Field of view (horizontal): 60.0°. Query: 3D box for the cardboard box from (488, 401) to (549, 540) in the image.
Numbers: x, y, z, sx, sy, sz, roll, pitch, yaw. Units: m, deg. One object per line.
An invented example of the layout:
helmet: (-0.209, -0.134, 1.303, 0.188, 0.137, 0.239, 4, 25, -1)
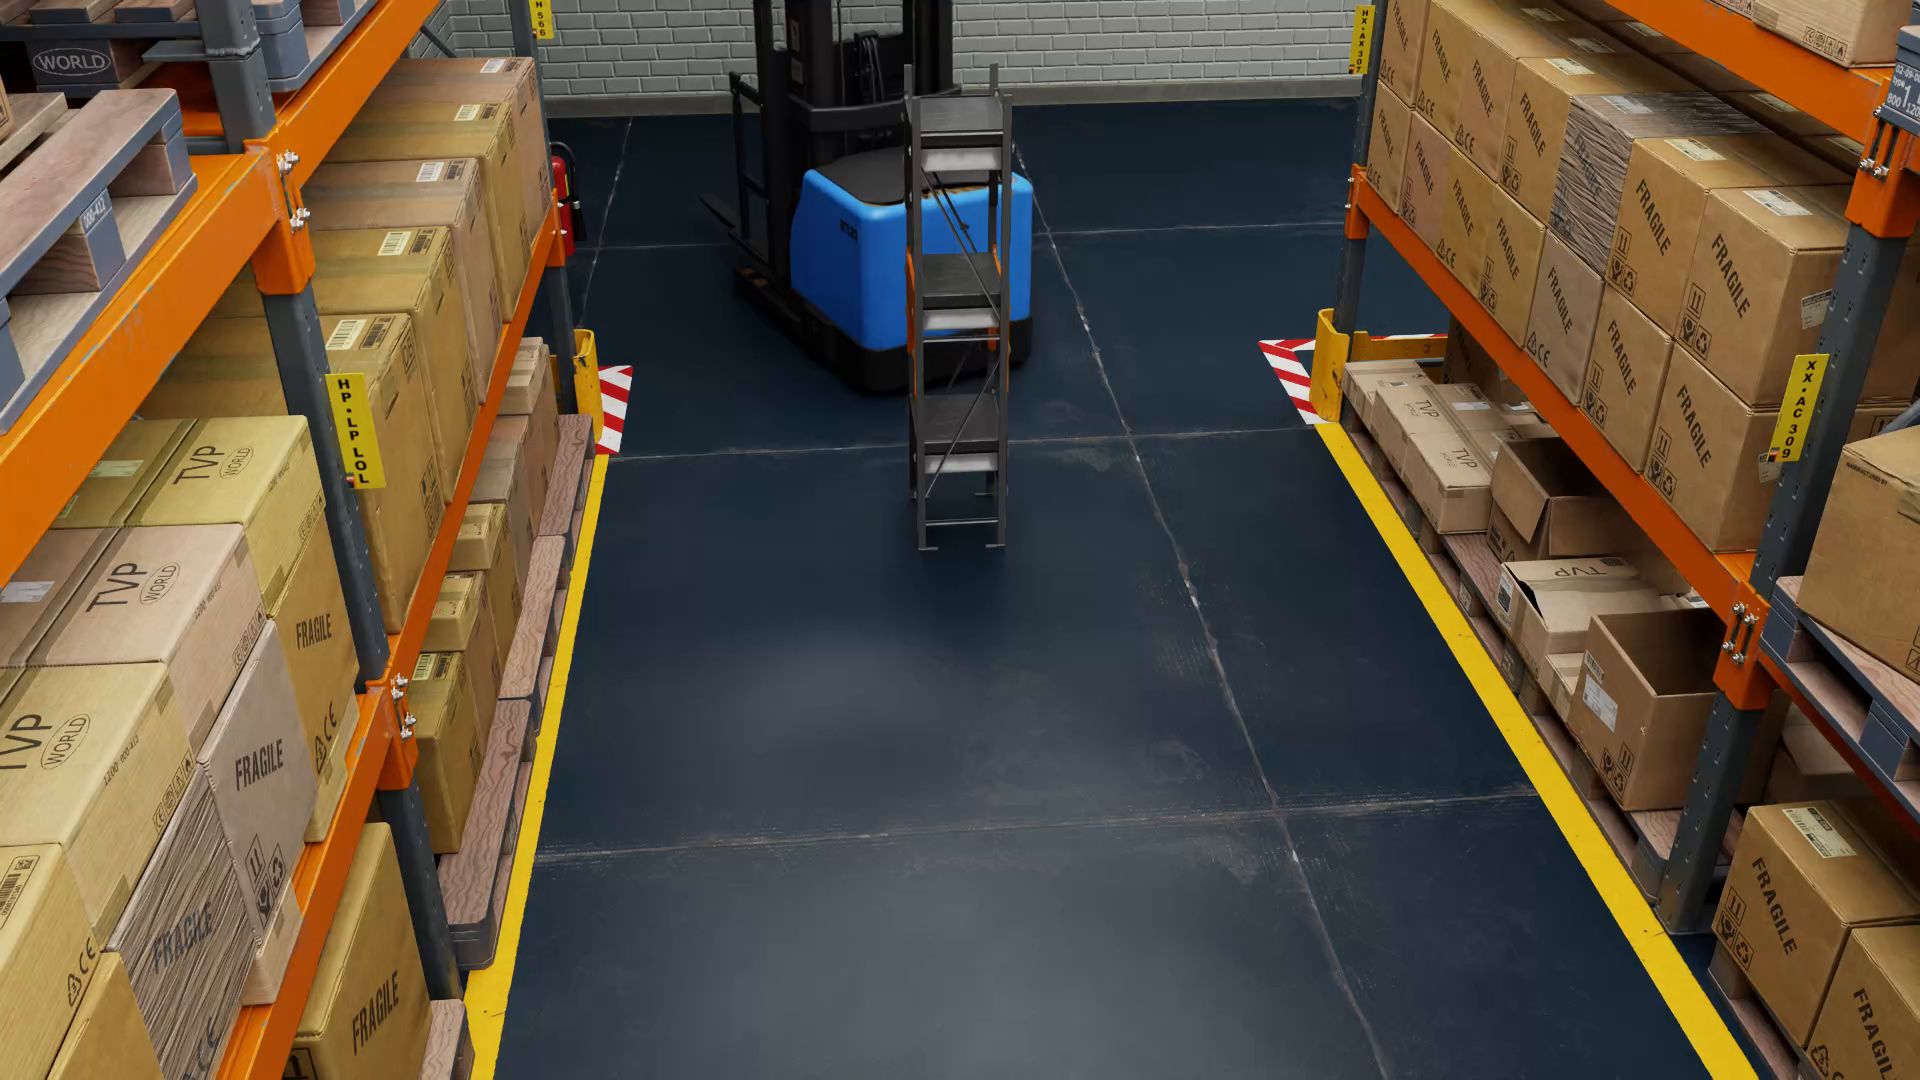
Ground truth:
cardboard box: (-2.242, -0.322, 7.392, 0.700, 0.500, 0.500, -3, 31, -5)

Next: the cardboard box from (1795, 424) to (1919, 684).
cardboard box: (2.673, 0.010, 4.302, 0.700, 0.500, 0.500, -13, 33, -21)

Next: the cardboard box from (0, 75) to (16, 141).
cardboard box: (-2.107, -0.845, 2.789, 0.700, 0.500, 0.500, -4, 31, -7)

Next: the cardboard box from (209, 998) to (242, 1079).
cardboard box: (-1.700, 1.000, 3.376, 0.380, 0.149, 0.250, -3, 31, -5)

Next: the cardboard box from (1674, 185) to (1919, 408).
cardboard box: (2.547, -0.738, 4.987, 0.500, 0.500, 0.500, -3, 31, -4)

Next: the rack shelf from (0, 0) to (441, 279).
rack shelf: (-2.267, -1.780, 5.582, 1.077, 0.370, 4.000, -3, 31, -5)

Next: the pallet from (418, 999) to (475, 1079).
pallet: (-1.933, 1.807, 4.519, 1.003, 0.211, 1.213, -3, 31, -5)

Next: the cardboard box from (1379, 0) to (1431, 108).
cardboard box: (2.257, -2.295, 7.594, 0.500, 0.500, 0.500, -2, 31, -3)

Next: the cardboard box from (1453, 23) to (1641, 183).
cardboard box: (2.355, -1.773, 6.720, 0.500, 0.500, 0.500, -2, 31, -4)

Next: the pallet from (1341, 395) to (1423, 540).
pallet: (2.561, -0.419, 8.246, 1.003, 0.211, 1.213, -3, 31, -5)

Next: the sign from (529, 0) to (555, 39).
sign: (-1.912, -2.440, 7.550, 0.100, 0.325, 0.005, -3, 31, -5)

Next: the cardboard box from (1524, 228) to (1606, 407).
cardboard box: (2.450, -0.831, 6.118, 0.500, 0.500, 0.500, -2, 31, -3)

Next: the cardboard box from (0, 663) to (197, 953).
cardboard box: (-1.696, 0.467, 2.905, 0.500, 0.250, 0.500, -2, 31, -4)

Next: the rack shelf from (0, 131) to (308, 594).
rack shelf: (-1.893, 0.262, 2.163, 1.077, 0.370, 4.000, -3, 31, -5)

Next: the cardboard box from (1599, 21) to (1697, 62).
cardboard box: (2.895, -1.798, 6.762, 0.500, 0.500, 0.500, -2, 31, -3)

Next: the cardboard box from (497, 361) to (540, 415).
cardboard box: (-2.070, -0.668, 7.339, 0.380, 0.149, 0.250, -2, 31, -3)

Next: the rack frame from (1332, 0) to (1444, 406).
rack frame: (2.478, -2.062, 8.277, 1.000, 3.000, 0.127, -3, 31, -5)

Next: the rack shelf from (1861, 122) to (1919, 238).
rack shelf: (3.039, 0.023, 2.564, 1.077, 0.370, 4.000, -3, 31, -5)

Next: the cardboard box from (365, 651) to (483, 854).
cardboard box: (-2.048, 0.726, 5.638, 0.700, 0.500, 0.500, -2, 31, -4)

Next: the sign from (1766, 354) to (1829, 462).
sign: (2.312, -0.361, 4.586, 0.100, 0.325, 0.005, -3, 31, -5)

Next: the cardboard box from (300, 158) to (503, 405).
cardboard box: (-2.255, -0.931, 6.091, 0.980, 0.700, 0.700, -4, 31, -7)

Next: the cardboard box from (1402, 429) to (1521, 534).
cardboard box: (2.340, -0.269, 7.527, 0.500, 0.250, 0.500, -3, 31, -5)

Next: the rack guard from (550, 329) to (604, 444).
rack guard: (-2.456, -0.762, 8.538, 1.175, 0.500, 0.348, -3, 31, -5)

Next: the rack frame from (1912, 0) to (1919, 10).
rack frame: (2.852, -2.595, 3.319, 1.000, 3.000, 0.127, -3, 31, -5)

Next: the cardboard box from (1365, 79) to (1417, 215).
cardboard box: (2.257, -1.866, 7.851, 0.500, 0.500, 0.500, -2, 31, -4)

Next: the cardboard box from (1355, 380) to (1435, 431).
cardboard box: (2.199, -0.676, 8.291, 0.380, 0.166, 0.250, -3, 31, -5)

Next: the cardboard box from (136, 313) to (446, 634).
cardboard box: (-2.114, -0.187, 4.845, 0.980, 0.700, 0.700, -2, 31, -4)

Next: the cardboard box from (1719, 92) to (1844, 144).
cardboard box: (2.992, -1.272, 5.881, 0.500, 0.500, 0.500, -4, 31, -6)

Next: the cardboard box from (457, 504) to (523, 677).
cardboard box: (-2.137, 0.207, 6.507, 0.700, 0.500, 0.500, -2, 31, -3)

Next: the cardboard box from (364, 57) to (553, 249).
cardboard box: (-2.396, -1.692, 7.364, 0.980, 0.700, 0.700, -1, 31, -2)

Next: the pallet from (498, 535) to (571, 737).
pallet: (-2.190, 0.400, 6.874, 1.003, 0.211, 1.213, -3, 31, -5)

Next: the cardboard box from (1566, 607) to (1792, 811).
cardboard box: (2.516, 0.587, 5.850, 0.500, 0.500, 0.500, -3, 31, -5)

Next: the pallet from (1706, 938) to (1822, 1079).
pallet: (2.966, 1.591, 4.881, 1.003, 0.211, 1.213, -3, 31, -5)

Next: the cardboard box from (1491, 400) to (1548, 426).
cardboard box: (2.722, -0.557, 8.092, 0.380, 0.166, 0.250, -3, 31, -5)

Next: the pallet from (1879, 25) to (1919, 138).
pallet: (2.843, -0.890, 3.574, 1.213, 0.211, 1.003, -3, 31, -5)

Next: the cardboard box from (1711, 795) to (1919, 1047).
cardboard box: (2.655, 1.123, 4.953, 0.500, 0.500, 0.500, -4, 31, -7)

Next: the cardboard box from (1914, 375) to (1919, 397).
cardboard box: (3.088, -0.746, 5.001, 0.500, 0.500, 0.500, -2, 31, -3)

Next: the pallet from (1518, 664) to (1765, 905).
pallet: (2.789, 0.827, 6.160, 1.003, 0.211, 1.213, -3, 31, -5)

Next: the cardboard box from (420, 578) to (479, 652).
cardboard box: (-1.898, 0.264, 5.779, 0.380, 0.149, 0.250, -2, 31, -3)

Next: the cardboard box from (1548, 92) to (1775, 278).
cardboard box: (2.449, -1.256, 5.856, 0.500, 0.500, 0.500, -3, 31, -4)

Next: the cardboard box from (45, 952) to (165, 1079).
cardboard box: (-1.638, 1.036, 2.684, 0.500, 0.500, 0.500, -2, 31, -3)

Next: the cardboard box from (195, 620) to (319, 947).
cardboard box: (-1.728, 0.524, 3.541, 0.500, 0.500, 0.500, -3, 31, -4)

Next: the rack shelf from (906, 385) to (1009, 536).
rack shelf: (-0.015, -0.373, 7.719, 0.431, 0.518, 0.480, -3, 31, -5)

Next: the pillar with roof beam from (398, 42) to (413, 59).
pillar with roof beam: (0.719, -5.941, 8.922, 9.100, 9.000, 0.400, -3, 31, -5)

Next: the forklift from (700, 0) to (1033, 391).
forklift: (-0.739, -2.787, 9.557, 1.130, 2.935, 3.031, -15, 34, -24)

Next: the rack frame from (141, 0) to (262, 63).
rack frame: (-2.080, -2.356, 2.919, 1.000, 3.000, 0.127, -3, 31, -5)

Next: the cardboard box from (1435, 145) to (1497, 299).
cardboard box: (2.355, -1.346, 6.981, 0.500, 0.500, 0.500, -3, 31, -5)

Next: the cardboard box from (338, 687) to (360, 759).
cardboard box: (-1.766, 0.478, 4.250, 0.380, 0.149, 0.250, -2, 31, -4)

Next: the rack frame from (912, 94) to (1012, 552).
rack frame: (0.007, -0.861, 7.144, 0.400, 2.100, 0.015, -3, 31, -5)

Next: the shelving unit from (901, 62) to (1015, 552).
shelving unit: (-0.015, -0.986, 7.353, 0.431, 2.100, 0.503, -3, 31, -5)

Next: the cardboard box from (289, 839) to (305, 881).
cardboard box: (-1.740, 0.740, 3.812, 0.380, 0.149, 0.250, -2, 31, -3)

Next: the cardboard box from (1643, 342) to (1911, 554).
cardboard box: (2.550, -0.306, 5.239, 0.500, 0.500, 0.500, -2, 31, -4)

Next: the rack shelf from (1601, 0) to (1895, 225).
rack shelf: (2.665, -2.020, 5.983, 1.077, 0.370, 4.000, -3, 31, -5)

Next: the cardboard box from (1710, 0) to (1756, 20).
cardboard box: (2.506, -1.734, 4.950, 0.500, 0.250, 0.500, -3, 31, -5)

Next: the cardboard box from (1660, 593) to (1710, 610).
cardboard box: (2.937, 0.342, 6.586, 0.380, 0.166, 0.250, -3, 31, -5)

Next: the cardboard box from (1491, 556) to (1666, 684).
cardboard box: (2.446, 0.286, 6.540, 0.500, 0.311, 0.500, -3, 31, -5)
